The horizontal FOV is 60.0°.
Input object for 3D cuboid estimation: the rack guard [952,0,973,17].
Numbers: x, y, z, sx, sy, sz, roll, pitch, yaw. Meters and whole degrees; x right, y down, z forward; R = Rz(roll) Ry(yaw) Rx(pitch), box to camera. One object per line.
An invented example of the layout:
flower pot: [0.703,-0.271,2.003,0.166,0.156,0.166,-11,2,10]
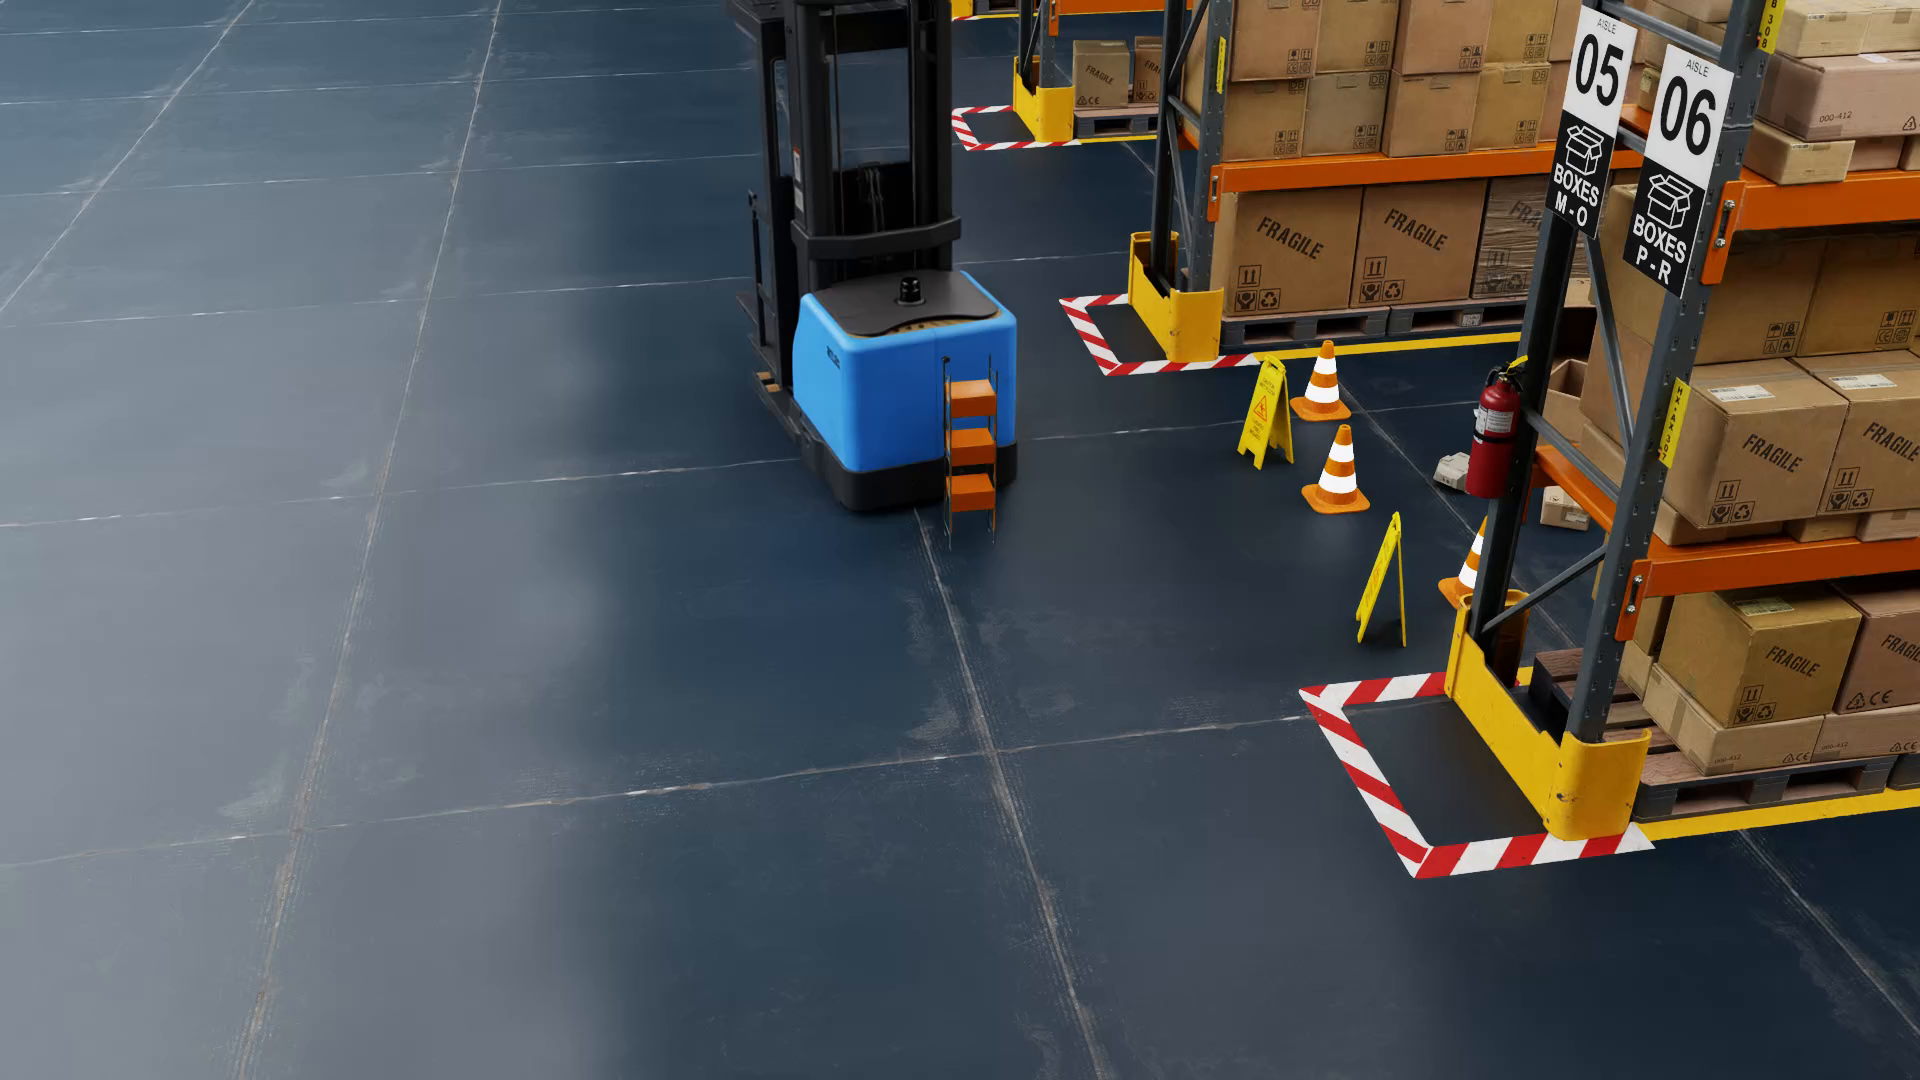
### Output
rack guard: [-0.114,-6.685,20.017,0.348,0.500,1.175,-5,31,-9]

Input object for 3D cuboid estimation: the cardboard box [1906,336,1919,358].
cardboard box: [4.022,-0.494,6.630,0.500,0.500,0.500,-6,31,-10]

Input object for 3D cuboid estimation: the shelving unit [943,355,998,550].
shelving unit: [0.053,-0.457,8.882,0.252,1.050,0.215,-5,31,-9]

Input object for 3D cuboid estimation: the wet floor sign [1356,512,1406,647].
wet floor sign: [2.117,0.177,8.203,0.232,0.644,0.267,5,31,8]

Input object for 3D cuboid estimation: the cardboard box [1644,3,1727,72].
cardboard box: [2.951,-1.860,6.239,0.500,0.250,0.500,-6,31,-10]

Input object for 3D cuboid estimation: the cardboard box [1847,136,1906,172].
cardboard box: [3.124,-1.444,5.925,0.250,0.149,0.380,-6,31,-10]

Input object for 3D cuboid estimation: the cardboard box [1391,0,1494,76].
cardboard box: [2.977,-3.405,10.759,0.550,0.550,0.875,-5,31,-9]

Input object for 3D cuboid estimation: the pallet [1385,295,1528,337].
pallet: [3.476,-1.801,11.994,1.213,0.211,1.003,-5,31,-9]

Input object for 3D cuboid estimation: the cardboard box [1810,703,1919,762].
cardboard box: [3.843,0.703,7.283,0.500,0.250,0.500,-4,31,-7]

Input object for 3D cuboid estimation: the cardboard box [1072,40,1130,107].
cardboard box: [1.329,-4.415,15.742,0.500,0.500,0.500,0,30,0]

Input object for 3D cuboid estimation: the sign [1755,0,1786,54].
sign: [2.594,-1.721,5.287,0.005,0.325,0.100,-5,31,-9]

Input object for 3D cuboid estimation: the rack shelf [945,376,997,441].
rack shelf: [0.053,-0.693,8.744,0.240,0.259,0.215,-5,31,-9]

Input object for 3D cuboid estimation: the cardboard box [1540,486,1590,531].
cardboard box: [3.421,-0.220,9.368,0.250,0.149,0.380,10,32,17]

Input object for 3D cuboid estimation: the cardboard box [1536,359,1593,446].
cardboard box: [3.768,-0.669,9.781,0.797,0.503,0.637,23,37,33]

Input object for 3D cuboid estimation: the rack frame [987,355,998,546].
rack frame: [0.173,-0.469,8.901,0.008,1.050,0.200,-5,31,-9]

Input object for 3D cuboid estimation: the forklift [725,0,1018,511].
forklift: [-0.693,-2.159,9.920,1.130,2.935,3.031,-12,32,-19]

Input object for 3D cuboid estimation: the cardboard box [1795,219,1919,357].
cardboard box: [3.459,-1.122,6.711,0.500,0.500,0.700,-5,31,-8]

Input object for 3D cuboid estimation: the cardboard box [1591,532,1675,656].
cardboard box: [3.238,0.156,7.475,0.500,0.500,0.500,-5,31,-9]

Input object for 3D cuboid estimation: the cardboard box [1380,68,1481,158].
cardboard box: [2.973,-2.952,11.053,0.550,0.550,0.875,-5,31,-9]

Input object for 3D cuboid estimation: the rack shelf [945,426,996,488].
rack shelf: [0.053,-0.448,8.888,0.240,0.259,0.215,-5,31,-9]

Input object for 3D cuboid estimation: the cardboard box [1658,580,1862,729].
cardboard box: [3.363,0.421,7.024,0.500,0.500,0.500,-6,31,-11]

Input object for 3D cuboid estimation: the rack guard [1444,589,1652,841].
rack guard: [2.571,0.748,7.374,0.348,0.500,1.175,-5,31,-9]

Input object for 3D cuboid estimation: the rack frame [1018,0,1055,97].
rack frame: [0.712,-5.263,15.132,0.127,3.000,1.000,-5,31,-9]

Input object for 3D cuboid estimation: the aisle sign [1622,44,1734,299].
aisle sign: [2.491,-1.283,5.797,0.004,0.787,0.394,-5,31,-9]

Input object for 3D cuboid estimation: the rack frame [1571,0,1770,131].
rack frame: [2.497,-2.908,5.208,0.127,3.000,1.000,-5,31,-9]

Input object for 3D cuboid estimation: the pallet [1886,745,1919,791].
pallet: [4.574,0.707,7.730,1.213,0.211,1.003,-5,31,-9]

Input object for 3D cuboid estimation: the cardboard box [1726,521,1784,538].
cardboard box: [3.114,-0.172,6.721,0.250,0.149,0.380,-5,31,-8]

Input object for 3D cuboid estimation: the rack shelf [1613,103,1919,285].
rack shelf: [4.464,-1.488,6.461,4.000,0.370,1.077,-5,31,-9]

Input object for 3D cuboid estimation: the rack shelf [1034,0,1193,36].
rack shelf: [2.679,-5.136,15.625,4.000,0.370,1.077,-5,31,-9]

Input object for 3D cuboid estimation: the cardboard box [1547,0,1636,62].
cardboard box: [3.995,-3.571,11.040,0.550,0.550,0.875,-5,31,-9]

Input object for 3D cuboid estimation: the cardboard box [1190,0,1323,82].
cardboard box: [1.878,-3.326,10.623,0.550,0.550,0.875,-5,31,-9]

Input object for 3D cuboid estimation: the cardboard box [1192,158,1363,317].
cardboard box: [2.161,-2.141,11.504,0.875,0.875,0.875,-5,31,-9]

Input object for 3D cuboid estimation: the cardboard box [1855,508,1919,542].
cardboard box: [3.647,-0.156,6.694,0.250,0.149,0.380,-5,31,-8]

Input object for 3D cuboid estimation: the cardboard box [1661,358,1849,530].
cardboard box: [3.012,-0.398,6.466,0.500,0.500,0.500,-6,31,-10]

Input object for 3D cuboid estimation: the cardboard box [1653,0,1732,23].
cardboard box: [2.776,-2.029,6.133,0.250,0.149,0.380,-5,31,-8]

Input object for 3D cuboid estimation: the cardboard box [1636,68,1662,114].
cardboard box: [2.797,-1.679,6.325,0.250,0.149,0.380,-5,31,-9]

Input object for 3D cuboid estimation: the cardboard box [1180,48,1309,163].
cardboard box: [1.862,-2.902,10.968,0.550,0.550,0.875,-5,31,-9]

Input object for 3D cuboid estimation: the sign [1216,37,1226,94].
sign: [1.600,-2.911,10.199,0.005,0.325,0.100,-5,31,-9]

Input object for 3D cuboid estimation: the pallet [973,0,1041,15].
pallet: [0.686,-6.632,20.212,1.213,0.211,1.003,-5,31,-9]

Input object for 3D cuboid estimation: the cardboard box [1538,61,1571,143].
cardboard box: [3.990,-3.119,11.337,0.550,0.550,0.875,-5,31,-9]

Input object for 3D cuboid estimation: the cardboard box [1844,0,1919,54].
cardboard box: [3.128,-1.812,5.765,0.250,0.149,0.380,-5,31,-9]

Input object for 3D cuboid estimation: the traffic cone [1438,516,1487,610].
traffic cone: [2.687,0.089,8.532,0.334,0.463,0.336,-5,31,-9]

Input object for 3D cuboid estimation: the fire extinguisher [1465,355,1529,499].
fire extinguisher: [2.301,-0.508,7.121,0.183,0.674,0.296,-5,31,-9]

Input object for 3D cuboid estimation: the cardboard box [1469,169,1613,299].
cardboard box: [3.923,-2.305,11.782,0.875,0.875,0.875,-5,31,-9]
